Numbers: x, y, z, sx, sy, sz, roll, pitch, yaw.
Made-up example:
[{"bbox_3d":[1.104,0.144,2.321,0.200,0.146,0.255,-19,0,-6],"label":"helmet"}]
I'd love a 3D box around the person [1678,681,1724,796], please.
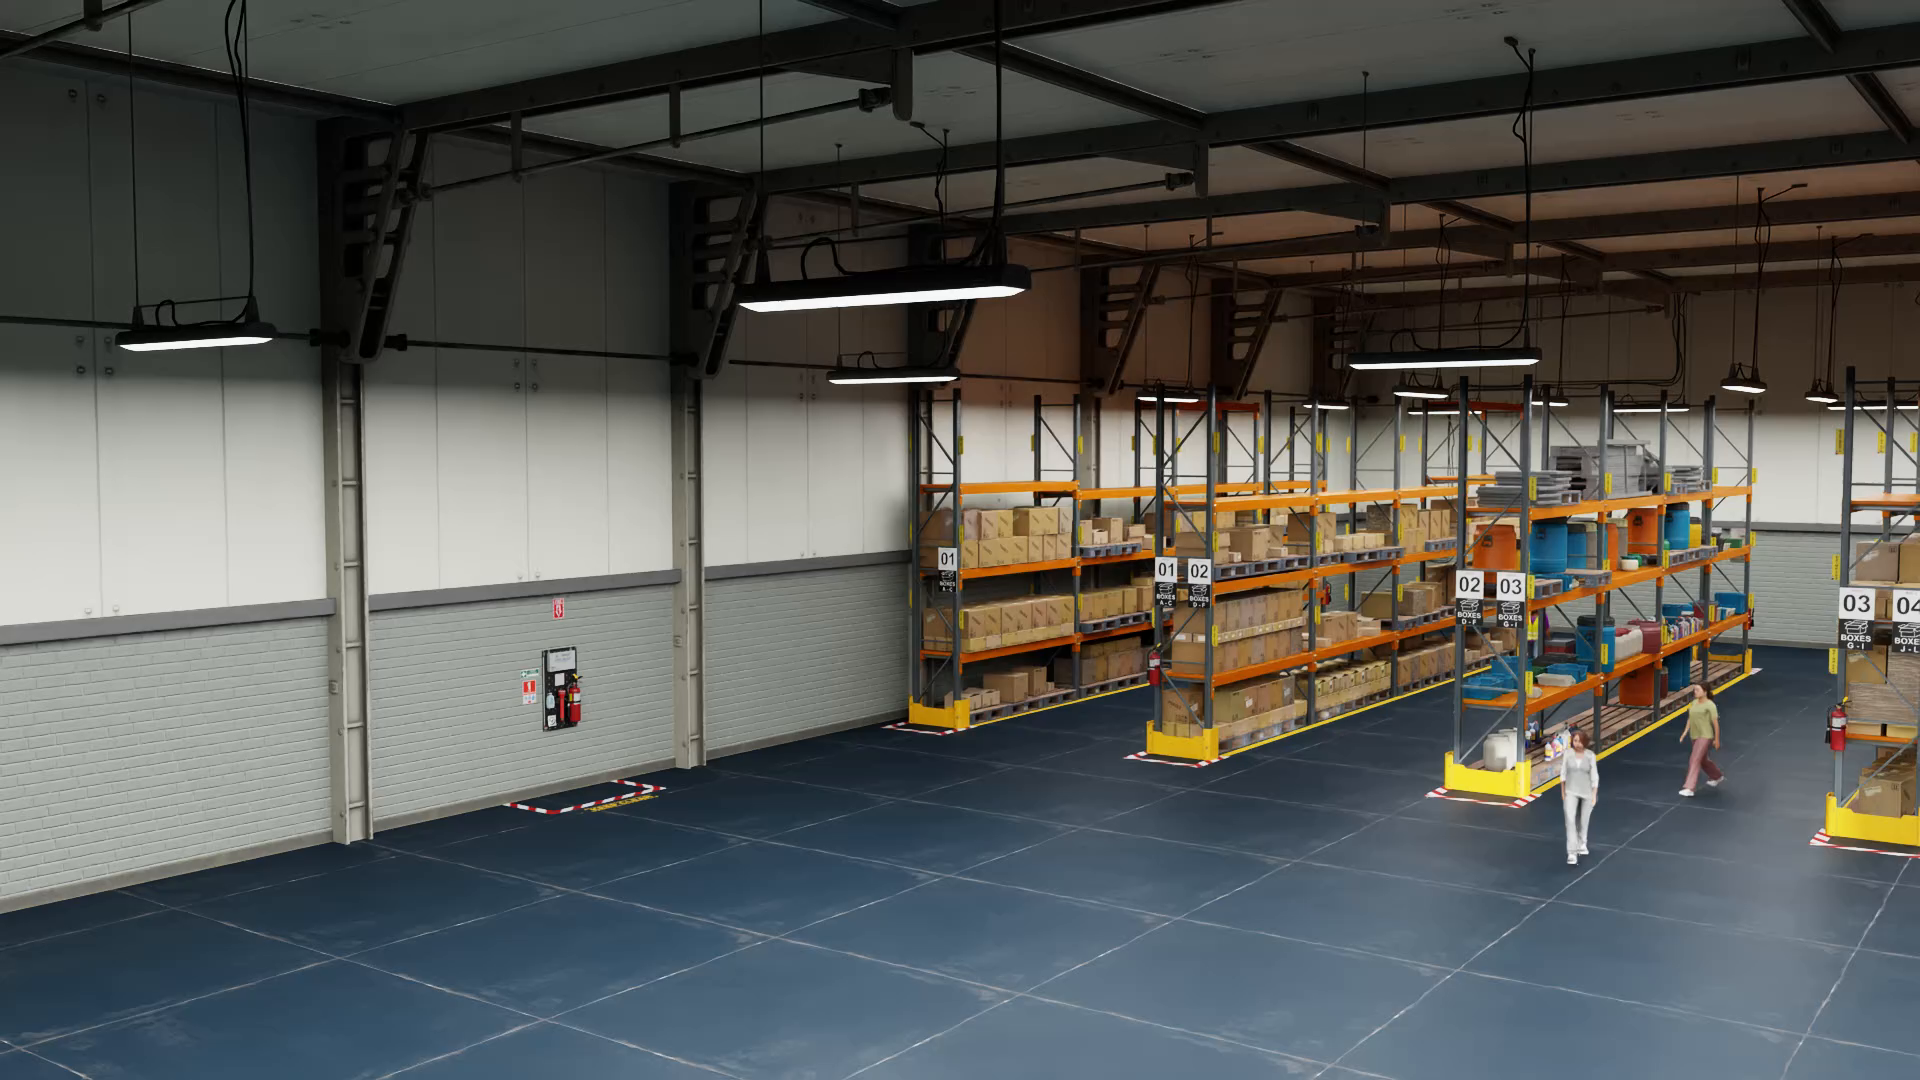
[{"bbox_3d":[10.635,2.820,23.805,1.067,1.615,0.499,-2,4,-26],"label":"person"}]

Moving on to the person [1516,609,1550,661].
[{"bbox_3d":[12.199,2.126,35.379,0.657,1.711,1.091,2,4,32],"label":"person"}]

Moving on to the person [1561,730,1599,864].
[{"bbox_3d":[7.443,3.080,19.982,0.433,1.517,0.907,1,3,19],"label":"person"}]
